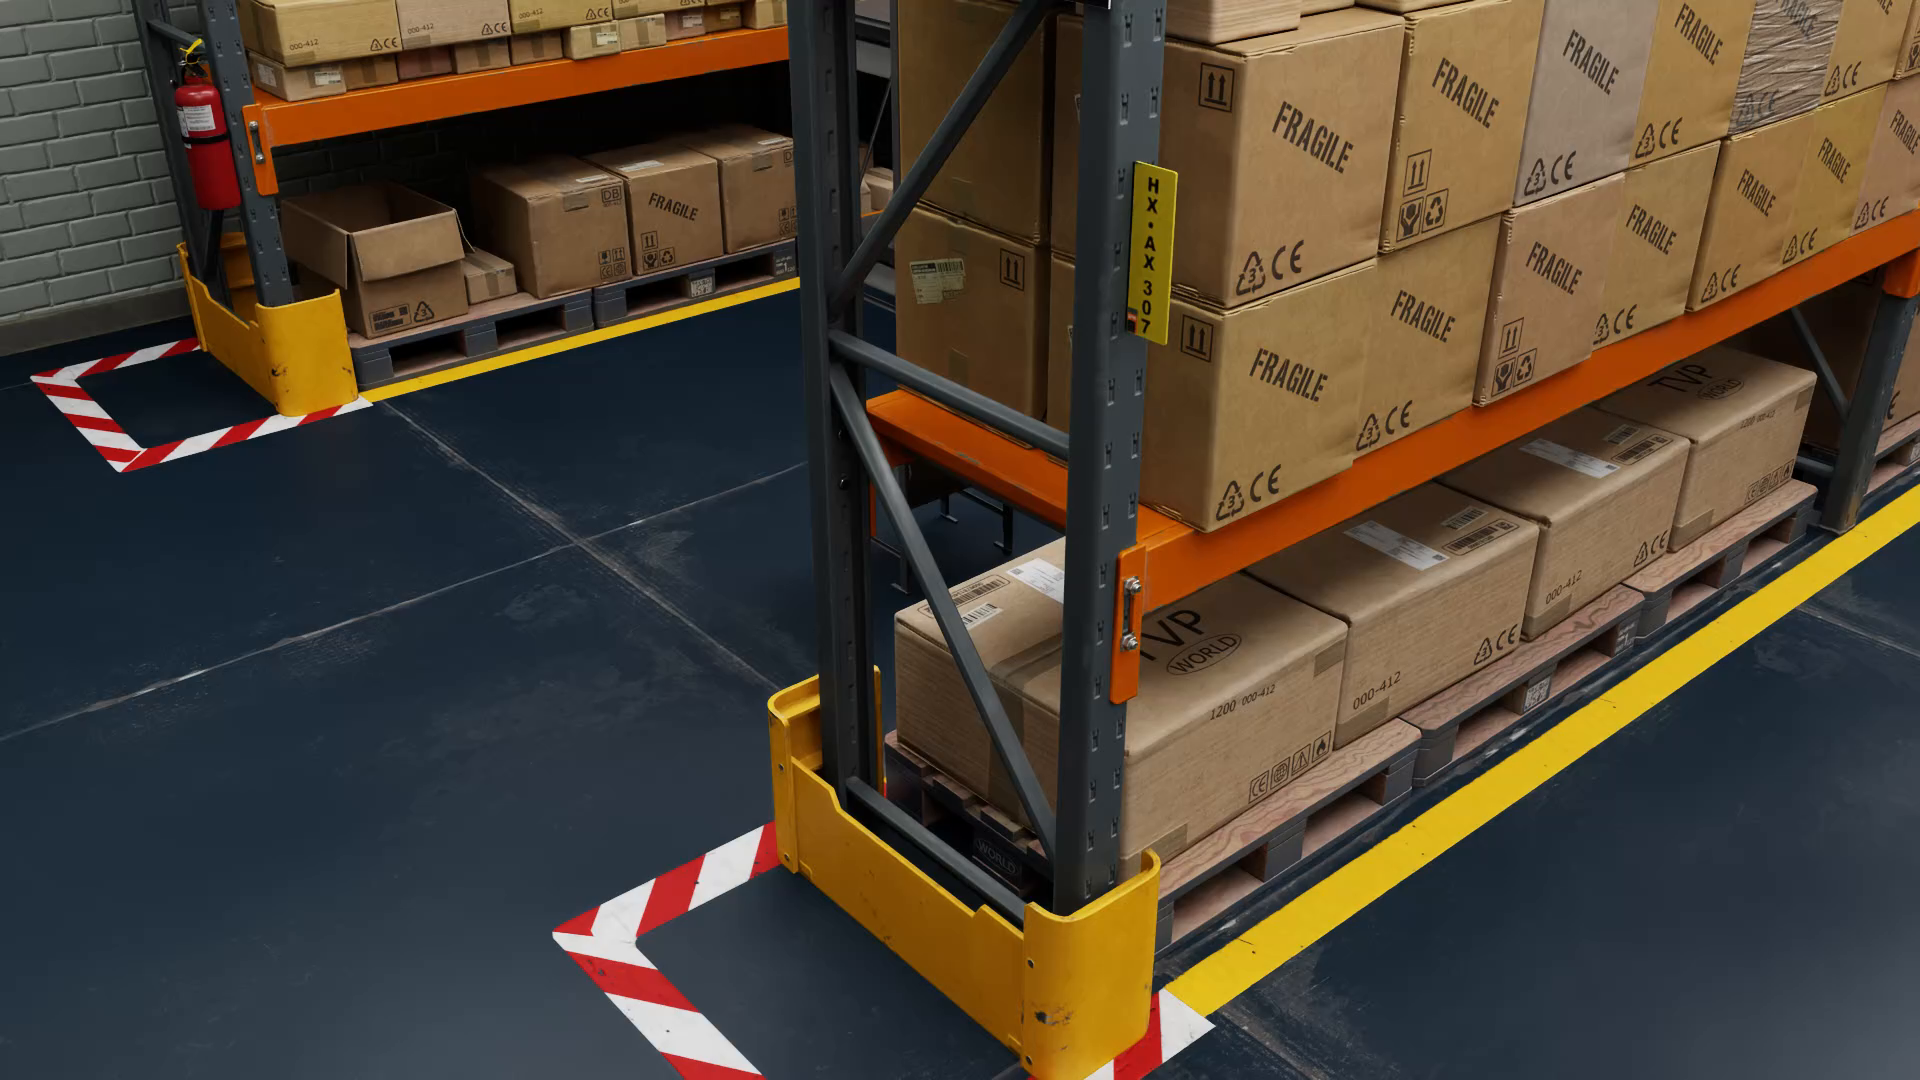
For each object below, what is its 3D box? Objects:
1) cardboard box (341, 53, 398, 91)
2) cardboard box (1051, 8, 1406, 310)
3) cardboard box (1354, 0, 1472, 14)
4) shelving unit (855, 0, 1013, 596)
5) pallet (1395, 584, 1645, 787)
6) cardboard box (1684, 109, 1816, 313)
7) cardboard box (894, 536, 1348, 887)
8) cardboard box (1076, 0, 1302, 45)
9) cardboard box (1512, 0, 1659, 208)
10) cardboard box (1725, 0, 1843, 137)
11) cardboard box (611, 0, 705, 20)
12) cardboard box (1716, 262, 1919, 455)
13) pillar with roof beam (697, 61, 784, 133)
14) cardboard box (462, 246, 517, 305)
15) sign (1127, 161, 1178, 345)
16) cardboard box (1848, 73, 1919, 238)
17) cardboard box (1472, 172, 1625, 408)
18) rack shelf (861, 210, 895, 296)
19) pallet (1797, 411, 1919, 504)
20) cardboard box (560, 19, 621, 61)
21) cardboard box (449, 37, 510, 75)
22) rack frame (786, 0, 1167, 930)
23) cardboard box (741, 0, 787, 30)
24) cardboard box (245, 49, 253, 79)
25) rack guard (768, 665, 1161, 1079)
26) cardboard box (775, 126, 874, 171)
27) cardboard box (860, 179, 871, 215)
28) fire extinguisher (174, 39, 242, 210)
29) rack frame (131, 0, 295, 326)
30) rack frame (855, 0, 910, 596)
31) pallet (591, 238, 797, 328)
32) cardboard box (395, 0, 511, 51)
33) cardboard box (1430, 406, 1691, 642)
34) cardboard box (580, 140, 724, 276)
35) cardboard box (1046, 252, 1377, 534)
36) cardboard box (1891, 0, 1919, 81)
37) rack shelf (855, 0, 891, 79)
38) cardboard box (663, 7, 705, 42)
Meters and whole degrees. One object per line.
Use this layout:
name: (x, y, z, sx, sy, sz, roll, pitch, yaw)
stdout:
cardboard box: (-2.639, -2.071, 7.209, 0.250, 0.149, 0.380, -21, 35, -34)
cardboard box: (0.544, -0.836, 3.465, 0.500, 0.500, 0.500, -23, 36, -36)
cardboard box: (0.869, -1.231, 3.515, 0.250, 0.149, 0.380, -21, 34, -33)
shelving unit: (-0.126, -0.875, 5.660, 0.503, 2.100, 0.431, -22, 35, -35)
pallet: (1.479, 0.280, 5.503, 1.213, 0.211, 1.003, -22, 35, -35)
cardboard box: (2.090, -1.022, 4.874, 0.500, 0.500, 0.500, -23, 35, -36)
cardboard box: (0.432, 0.401, 4.590, 0.875, 0.438, 0.875, -23, 36, -37)
cardboard box: (0.444, -1.087, 3.246, 0.250, 0.149, 0.380, -21, 35, -34)
cardboard box: (1.319, -1.157, 4.065, 0.500, 0.500, 0.500, -22, 35, -35)
cardboard box: (2.085, -1.460, 4.633, 0.500, 0.500, 0.500, -21, 35, -34)
cardboard box: (-1.568, -2.667, 7.901, 0.500, 0.250, 0.500, -23, 36, -36)
cardboard box: (3.457, -0.996, 6.741, 0.875, 0.875, 0.875, -21, 34, -33)
pillar with roof beam: (1.492, -4.521, 5.162, 0.400, 9.000, 9.100, -22, 35, -35)
cardboard box: (-2.355, -1.282, 8.045, 0.250, 0.149, 0.380, -24, 36, -37)
sign: (0.350, -0.522, 3.042, 0.005, 0.325, 0.100, -22, 35, -35)
cardboard box: (2.850, -1.340, 5.470, 0.500, 0.500, 0.500, -22, 35, -34)
cardboard box: (1.311, -0.708, 4.286, 0.500, 0.500, 0.500, -22, 35, -35)
rack shelf: (-0.126, -0.863, 5.667, 0.480, 0.518, 0.431, -22, 35, -35)
pallet: (3.575, -0.563, 7.080, 1.213, 0.211, 1.003, -22, 35, -35)
cardboard box: (-1.790, -2.352, 7.736, 0.250, 0.149, 0.380, -23, 36, -36)
cardboard box: (-2.229, -2.219, 7.486, 0.250, 0.149, 0.380, -21, 34, -33)
rack frame: (-0.006, -0.306, 3.640, 0.127, 3.000, 1.000, -22, 35, -35)
cardboard box: (-1.025, -2.675, 8.340, 0.250, 0.149, 0.380, -22, 35, -36)
cardboard box: (-3.152, -2.172, 7.398, 0.250, 0.149, 0.380, -22, 35, -35)
rack guard: (-0.024, 0.804, 4.216, 0.348, 0.500, 1.175, -22, 35, -35)
cardboard box: (-0.843, -2.190, 9.574, 0.500, 0.311, 0.500, -20, 34, -33)
cardboard box: (-0.692, -1.903, 9.083, 0.258, 0.266, 0.396, -20, 34, -33)
fire extinguisher: (-3.042, -1.676, 6.680, 0.183, 0.674, 0.296, -22, 35, -35)
rack frame: (-3.230, -2.085, 6.969, 0.127, 3.000, 1.000, -22, 35, -35)
rack frame: (-0.312, -0.801, 5.521, 0.015, 2.100, 0.400, -22, 35, -35)
pallet: (-1.639, -1.494, 8.821, 1.213, 0.211, 1.003, -22, 35, -35)
cardboard box: (-2.327, -2.346, 7.302, 0.500, 0.250, 0.500, -21, 35, -34)
cardboard box: (1.809, -0.157, 5.635, 0.875, 0.438, 0.875, -23, 36, -36)
cardboard box: (-1.561, -1.694, 8.444, 0.500, 0.500, 0.500, -21, 35, -34)
cardboard box: (0.546, -0.394, 3.699, 0.500, 0.500, 0.500, -22, 35, -35)
cardboard box: (2.858, -1.772, 5.216, 0.500, 0.500, 0.500, -22, 35, -35)
rack shelf: (-0.126, -1.481, 5.337, 0.480, 0.518, 0.431, -22, 35, -35)
cardboard box: (-1.451, -2.544, 8.094, 0.250, 0.149, 0.380, -22, 35, -35)
